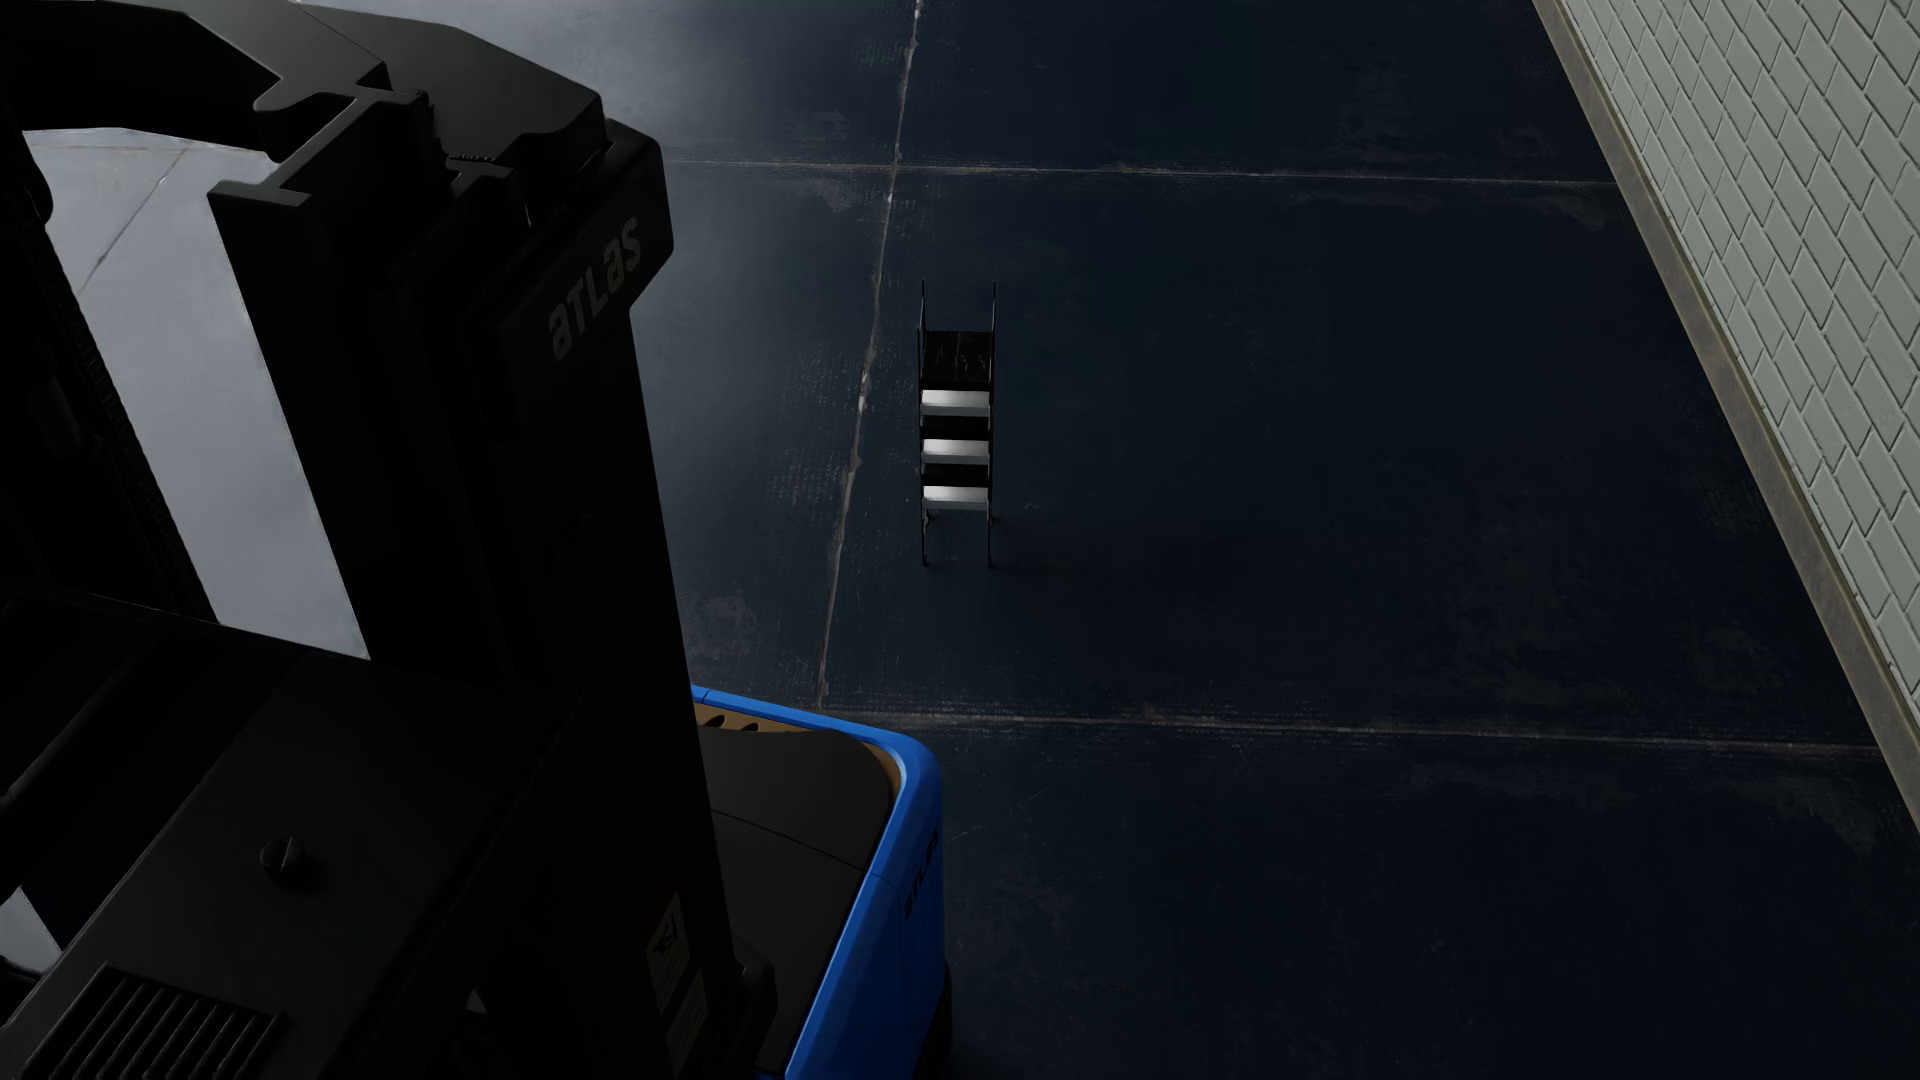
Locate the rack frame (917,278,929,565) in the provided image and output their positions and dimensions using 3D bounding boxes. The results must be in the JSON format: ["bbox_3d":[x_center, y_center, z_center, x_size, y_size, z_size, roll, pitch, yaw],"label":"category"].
[{"bbox_3d":[-0.110,-0.333,4.947,0.006,0.900,0.240,2,43,2],"label":"rack frame"}]

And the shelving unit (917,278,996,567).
[{"bbox_3d":[-0.008,-0.330,4.944,0.210,0.900,0.258,2,43,2],"label":"shelving unit"}]

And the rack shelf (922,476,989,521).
[{"bbox_3d":[-0.008,-0.173,5.089,0.200,0.077,0.258,2,43,2],"label":"rack shelf"}]

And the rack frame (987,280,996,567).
[{"bbox_3d":[0.093,-0.326,4.940,0.006,0.900,0.240,2,43,2],"label":"rack frame"}]

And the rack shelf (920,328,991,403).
[{"bbox_3d":[-0.008,-0.503,4.782,0.200,0.077,0.258,2,43,2],"label":"rack shelf"}]

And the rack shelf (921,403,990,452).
[{"bbox_3d":[-0.008,-0.371,4.905,0.200,0.077,0.258,2,43,2],"label":"rack shelf"}]

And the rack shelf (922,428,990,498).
[{"bbox_3d":[-0.008,-0.239,5.028,0.200,0.077,0.258,2,43,2],"label":"rack shelf"}]

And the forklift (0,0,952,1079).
[{"bbox_3d":[-0.934,0.976,2.052,1.130,2.935,3.031,12,44,12],"label":"forklift"}]

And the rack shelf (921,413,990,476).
[{"bbox_3d":[-0.008,-0.305,4.966,0.200,0.077,0.258,2,43,2],"label":"rack shelf"}]

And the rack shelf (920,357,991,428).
[{"bbox_3d":[-0.008,-0.437,4.844,0.200,0.077,0.258,2,43,2],"label":"rack shelf"}]
